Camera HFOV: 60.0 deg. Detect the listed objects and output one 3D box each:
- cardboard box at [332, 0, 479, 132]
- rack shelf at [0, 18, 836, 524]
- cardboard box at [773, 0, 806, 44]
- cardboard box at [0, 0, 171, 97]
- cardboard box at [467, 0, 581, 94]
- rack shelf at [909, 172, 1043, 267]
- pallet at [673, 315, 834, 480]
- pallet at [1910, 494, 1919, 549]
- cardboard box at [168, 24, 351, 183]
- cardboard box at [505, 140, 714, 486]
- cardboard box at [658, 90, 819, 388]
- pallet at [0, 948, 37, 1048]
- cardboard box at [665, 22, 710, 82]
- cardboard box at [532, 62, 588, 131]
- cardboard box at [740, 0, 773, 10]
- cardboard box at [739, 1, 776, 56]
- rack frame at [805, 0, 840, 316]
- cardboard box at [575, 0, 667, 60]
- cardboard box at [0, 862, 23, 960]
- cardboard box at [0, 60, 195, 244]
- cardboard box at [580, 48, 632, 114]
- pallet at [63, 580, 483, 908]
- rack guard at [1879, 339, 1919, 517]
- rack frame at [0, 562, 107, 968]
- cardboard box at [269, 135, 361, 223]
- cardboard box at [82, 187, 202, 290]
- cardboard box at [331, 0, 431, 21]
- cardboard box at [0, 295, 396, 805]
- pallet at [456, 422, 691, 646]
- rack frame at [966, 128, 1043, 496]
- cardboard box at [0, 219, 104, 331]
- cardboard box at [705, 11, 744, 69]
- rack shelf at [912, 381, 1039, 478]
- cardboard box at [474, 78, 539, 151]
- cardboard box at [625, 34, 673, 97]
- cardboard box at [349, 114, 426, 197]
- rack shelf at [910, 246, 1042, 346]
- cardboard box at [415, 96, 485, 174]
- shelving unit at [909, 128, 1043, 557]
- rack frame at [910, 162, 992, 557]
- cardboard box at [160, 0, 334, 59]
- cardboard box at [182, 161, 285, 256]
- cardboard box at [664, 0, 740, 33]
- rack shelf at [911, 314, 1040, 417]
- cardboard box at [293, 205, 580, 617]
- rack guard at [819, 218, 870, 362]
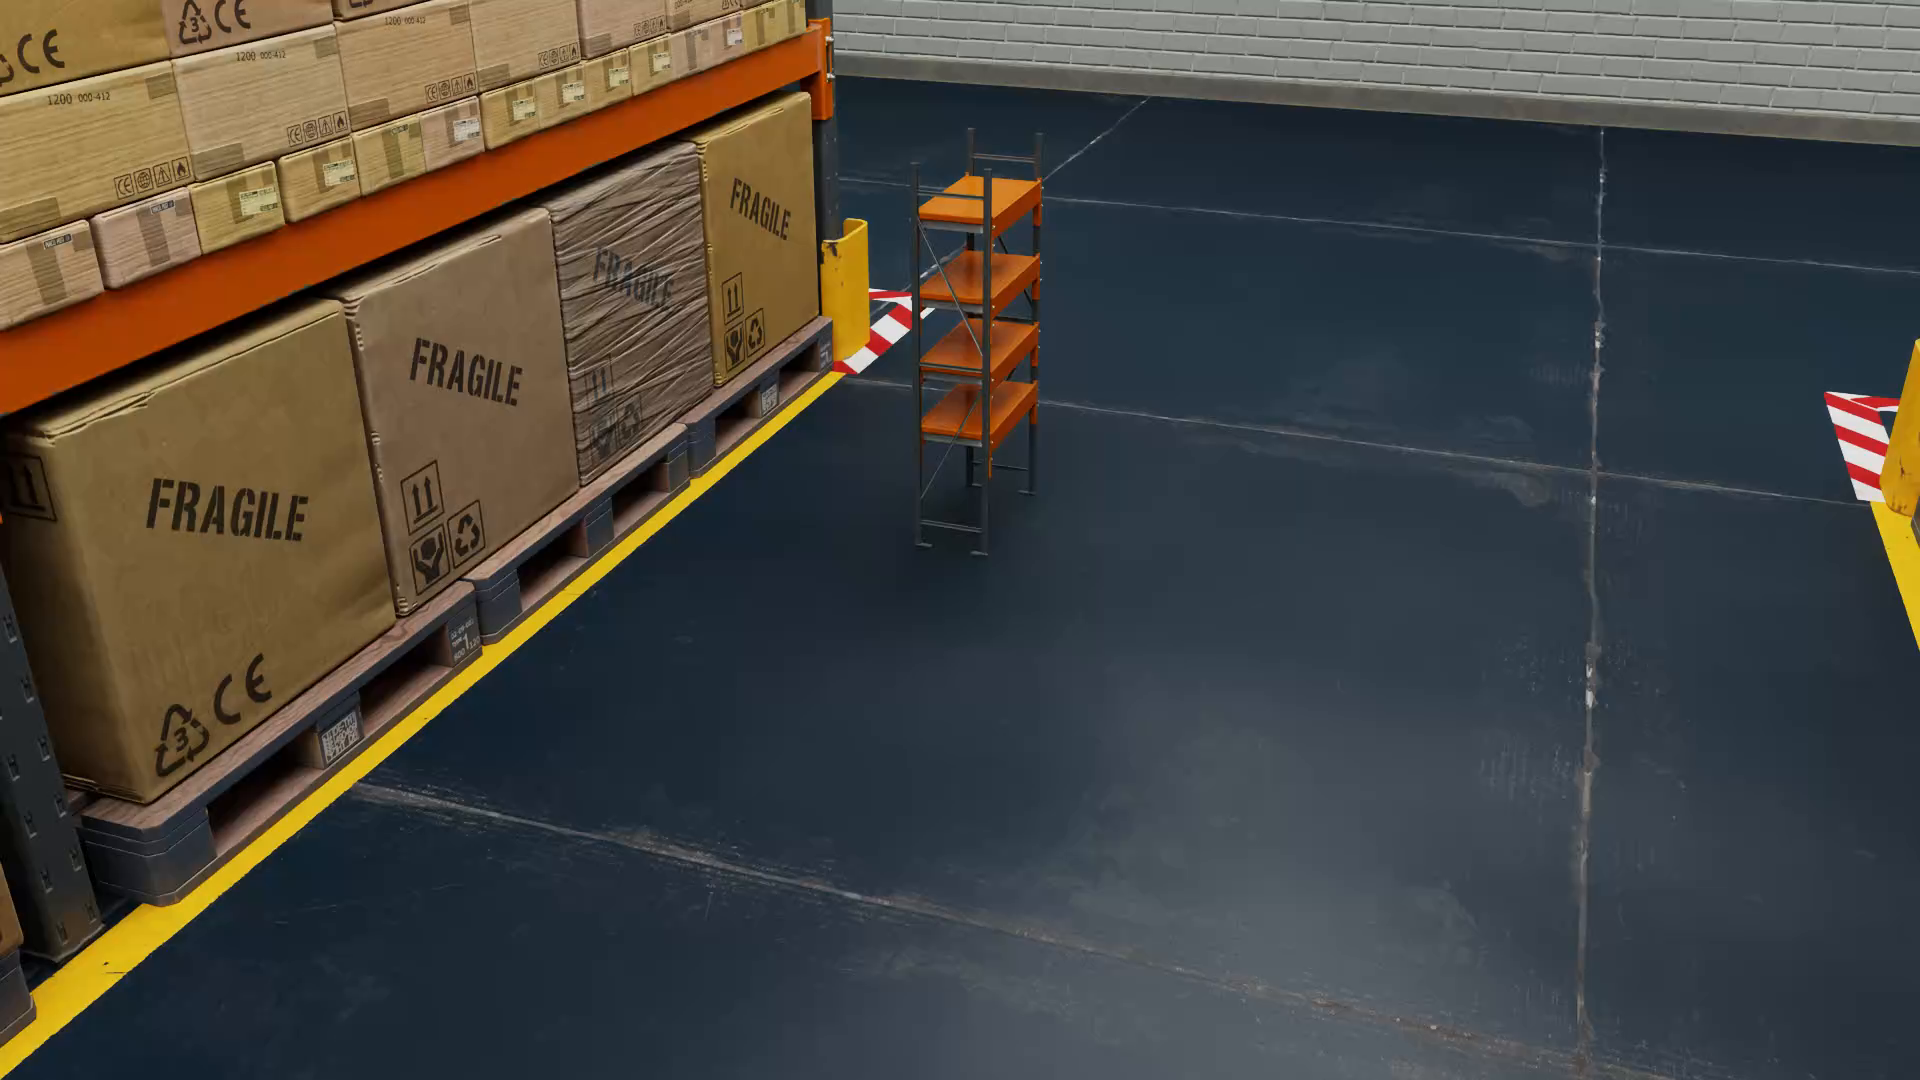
[{"bbox_3d":[-1.566,-1.205,4.128,0.500,0.250,0.500,9,27,19],"label":"cardboard box"},{"bbox_3d":[-1.641,-1.065,4.832,1.077,0.370,4.000,9,27,17],"label":"rack shelf"},{"bbox_3d":[-0.783,-1.903,6.027,0.380,0.149,0.250,9,27,18],"label":"cardboard box"},{"bbox_3d":[-1.906,-1.130,3.113,0.500,0.500,0.500,9,27,17],"label":"cardboard box"},{"bbox_3d":[-1.394,-1.407,4.545,0.500,0.250,0.500,9,27,18],"label":"cardboard box"},{"bbox_3d":[0.055,-0.962,4.958,0.258,0.148,0.480,9,27,17],"label":"rack shelf"},{"bbox_3d":[-1.168,-0.615,6.279,1.003,0.211,1.213,9,27,17],"label":"pallet"},{"bbox_3d":[3.339,0.165,4.666,1.003,0.211,1.213,9,27,17],"label":"pallet"},{"bbox_3d":[-1.733,-0.992,3.687,0.500,0.250,0.500,9,27,17],"label":"cardboard box"},{"bbox_3d":[-1.416,-0.795,5.405,0.875,0.875,0.875,9,27,17],"label":"cardboard box"},{"bbox_3d":[-1.113,-1.169,6.178,0.875,0.875,0.875,9,27,17],"label":"cardboard box"},{"bbox_3d":[-2.492,1.016,2.908,1.003,0.211,1.213,9,27,17],"label":"pallet"},{"bbox_3d":[-1.037,-1.590,5.381,0.380,0.149,0.250,9,27,18],"label":"cardboard box"},{"bbox_3d":[-1.292,-1.275,4.730,0.380,0.149,0.250,9,27,18],"label":"cardboard box"},{"bbox_3d":[-0.886,-2.039,5.850,0.500,0.250,0.500,8,27,17],"label":"cardboard box"},{"bbox_3d":[-0.868,-1.796,5.806,0.380,0.149,0.250,9,27,18],"label":"cardboard box"},{"bbox_3d":[-0.975,-2.210,6.373,1.000,3.000,0.127,9,27,17],"label":"rack frame"},{"bbox_3d":[-1.225,-1.622,4.988,0.500,0.250,0.500,8,27,16],"label":"cardboard box"},{"bbox_3d":[-2.501,0.467,2.800,1.225,0.875,0.875,9,27,18],"label":"cardboard box"},{"bbox_3d":[-1.903,-0.788,3.266,0.500,0.250,0.500,8,27,16],"label":"cardboard box"},{"bbox_3d":[-1.208,-1.377,4.939,0.380,0.149,0.250,9,27,18],"label":"cardboard box"},{"bbox_3d":[-1.980,0.387,4.208,1.003,0.211,1.213,9,27,17],"label":"pallet"},{"bbox_3d":[3.643,-0.293,5.282,1.175,0.500,0.348,9,27,17],"label":"rack guard"},{"bbox_3d":[-2.307,-0.567,2.978,1.000,3.000,0.127,9,27,17],"label":"rack frame"},{"bbox_3d":[-1.634,-0.851,3.855,0.380,0.149,0.250,8,27,16],"label":"cardboard box"},{"bbox_3d":[-1.807,-0.635,3.407,0.380,0.149,0.250,8,27,16],"label":"cardboard box"},{"bbox_3d":[-1.566,-1.546,3.971,0.500,0.500,0.500,8,27,16],"label":"cardboard box"},{"bbox_3d":[-2.011,-0.059,3.886,0.875,0.875,0.875,9,27,17],"label":"cardboard box"},{"bbox_3d":[-1.575,-0.116,5.247,1.003,0.211,1.213,9,27,17],"label":"pallet"},{"bbox_3d":[0.136,-0.708,5.336,0.240,1.200,0.015,9,27,17],"label":"rack frame"},{"bbox_3d":[-1.894,-0.527,3.184,0.380,0.149,0.250,9,27,18],"label":"cardboard box"},{"bbox_3d":[-0.953,-1.693,5.592,0.380,0.149,0.250,9,27,18],"label":"cardboard box"},{"bbox_3d":[0.055,-0.369,5.245,0.258,0.148,0.480,9,27,17],"label":"rack shelf"},{"bbox_3d":[-1.377,-1.168,4.508,0.380,0.149,0.250,8,27,16],"label":"cardboard box"},{"bbox_3d":[-1.122,-1.483,5.160,0.380,0.149,0.250,8,27,16],"label":"cardboard box"},{"bbox_3d":[-1.549,-0.957,4.072,0.380,0.149,0.250,8,27,17],"label":"cardboard box"},{"bbox_3d":[0.055,-0.749,5.061,0.258,0.148,0.480,9,27,17],"label":"rack shelf"},{"bbox_3d":[-1.464,-1.060,4.285,0.380,0.149,0.250,9,27,18],"label":"cardboard box"},{"bbox_3d":[0.055,-0.608,5.129,0.258,1.200,0.503,9,27,17],"label":"shelving unit"},{"bbox_3d":[-0.026,-0.508,4.922,0.240,1.200,0.015,9,27,17],"label":"rack frame"},{"bbox_3d":[-1.735,-1.332,3.528,0.500,0.500,0.500,9,27,17],"label":"cardboard box"},{"bbox_3d":[-1.720,-0.743,3.631,0.380,0.149,0.250,10,27,19],"label":"cardboard box"},{"bbox_3d":[-1.056,-1.831,5.420,0.500,0.250,0.500,8,27,17],"label":"cardboard box"},{"bbox_3d":[0.055,-0.548,5.158,0.258,0.148,0.480,9,27,17],"label":"rack shelf"},{"bbox_3d":[-1.712,-0.429,4.650,0.875,0.875,0.875,9,27,17],"label":"cardboard box"},{"bbox_3d":[-0.967,-1.095,6.938,1.175,0.500,0.348,9,27,17],"label":"rack guard"}]
